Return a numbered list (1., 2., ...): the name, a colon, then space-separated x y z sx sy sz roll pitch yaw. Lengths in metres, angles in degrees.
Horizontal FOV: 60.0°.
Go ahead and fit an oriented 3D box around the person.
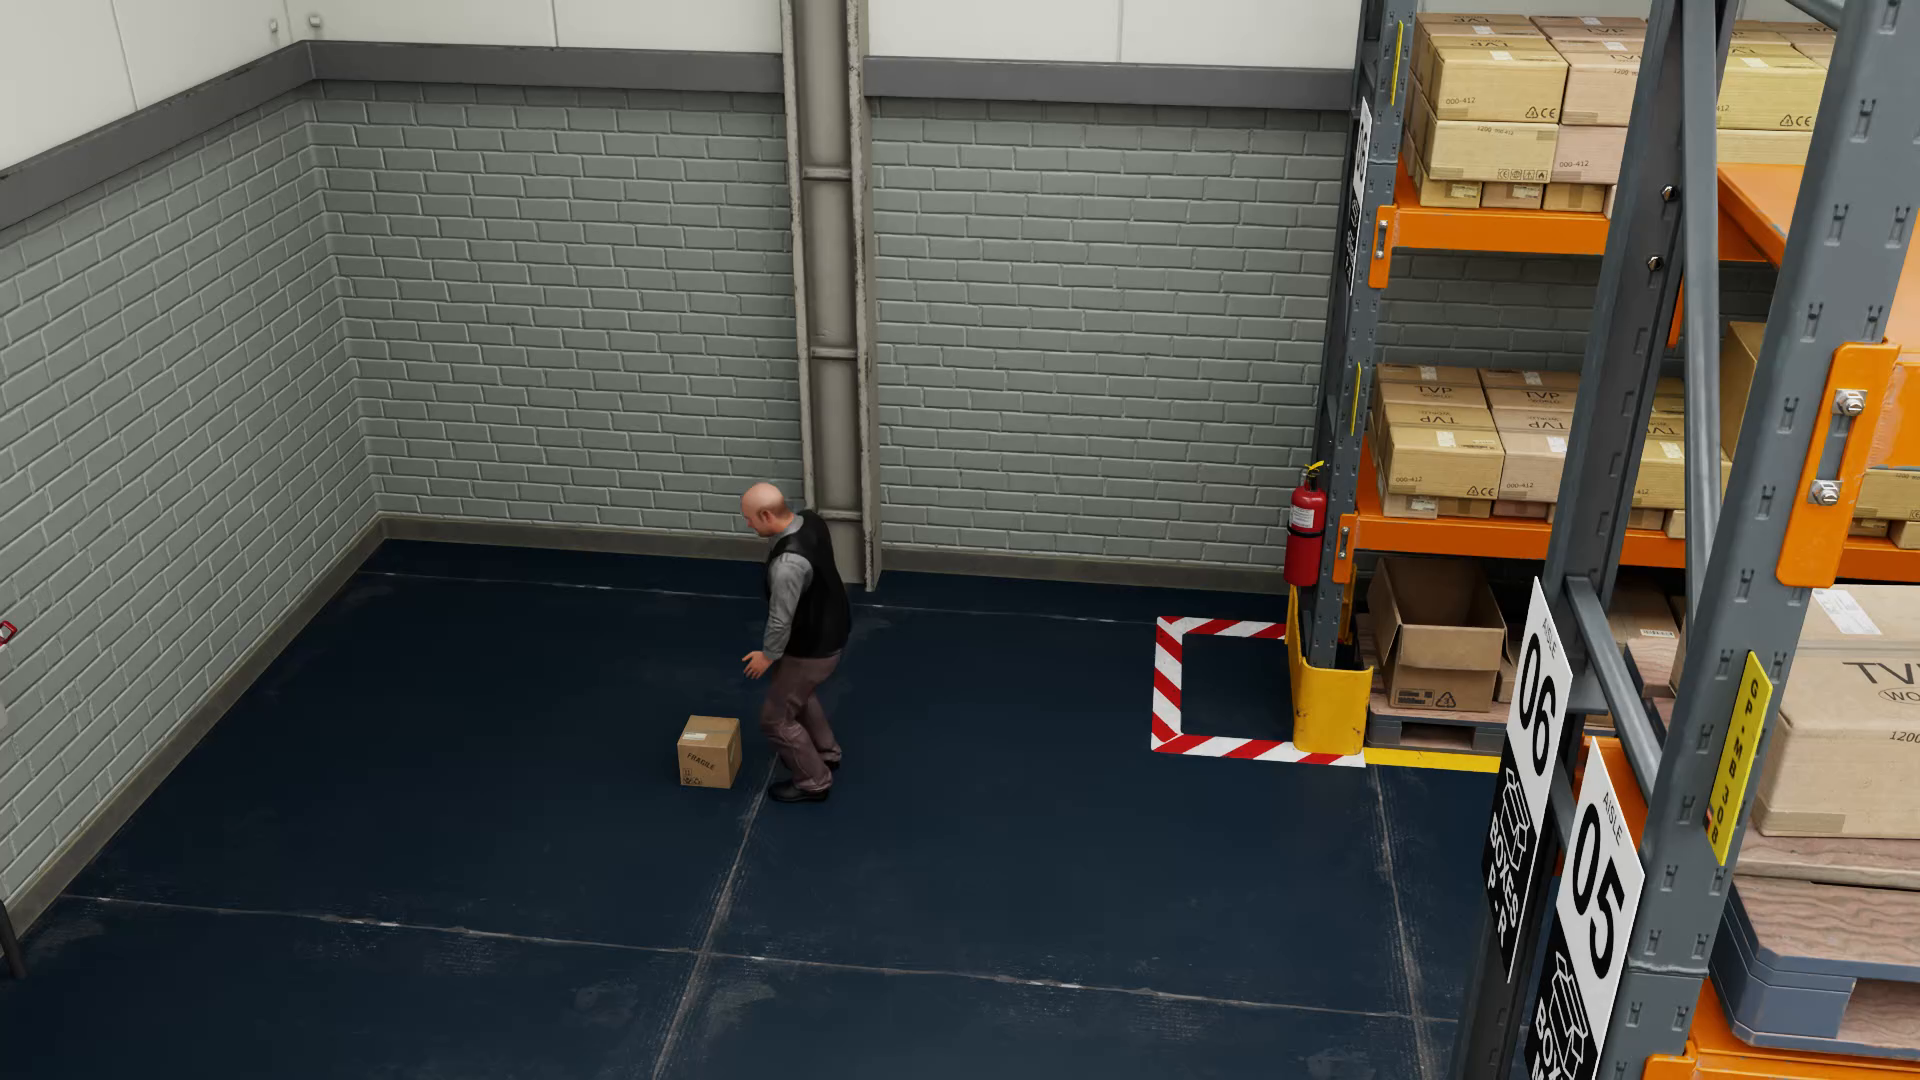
1. person: -0.756 0.485 7.835 0.464 1.646 0.567 4 28 8
